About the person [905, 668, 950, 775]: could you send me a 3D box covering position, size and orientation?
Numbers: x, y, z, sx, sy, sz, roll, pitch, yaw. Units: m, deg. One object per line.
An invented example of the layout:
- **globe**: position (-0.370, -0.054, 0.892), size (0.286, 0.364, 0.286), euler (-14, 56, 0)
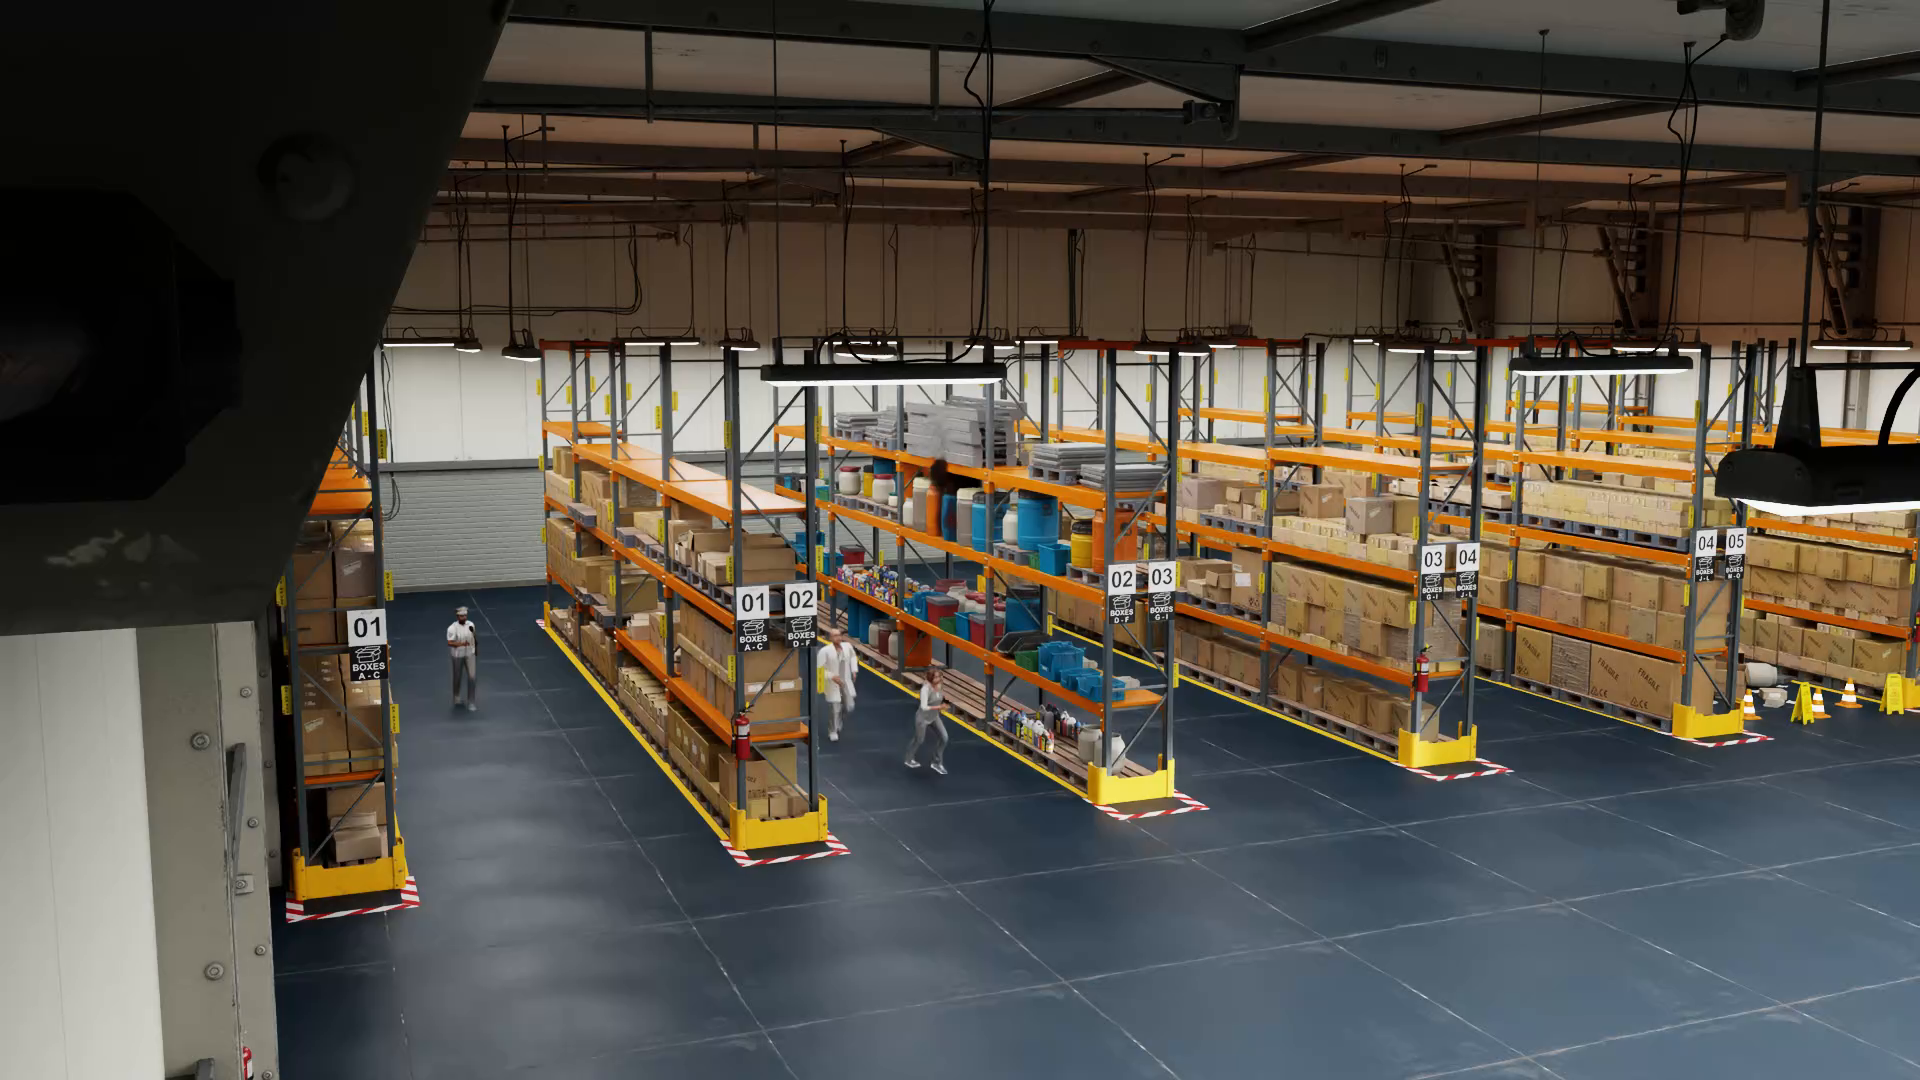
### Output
- **person**: position (-0.458, 2.526, 23.326), size (0.464, 1.544, 0.891), euler (-7, 10, -42)

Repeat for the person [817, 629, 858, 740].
- **person**: position (-1.833, 2.199, 25.245), size (0.716, 1.732, 0.701), euler (-3, 8, -23)

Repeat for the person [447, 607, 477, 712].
- **person**: position (-8.180, 1.945, 27.364), size (0.525, 1.744, 0.848), euler (-4, 8, -29)
